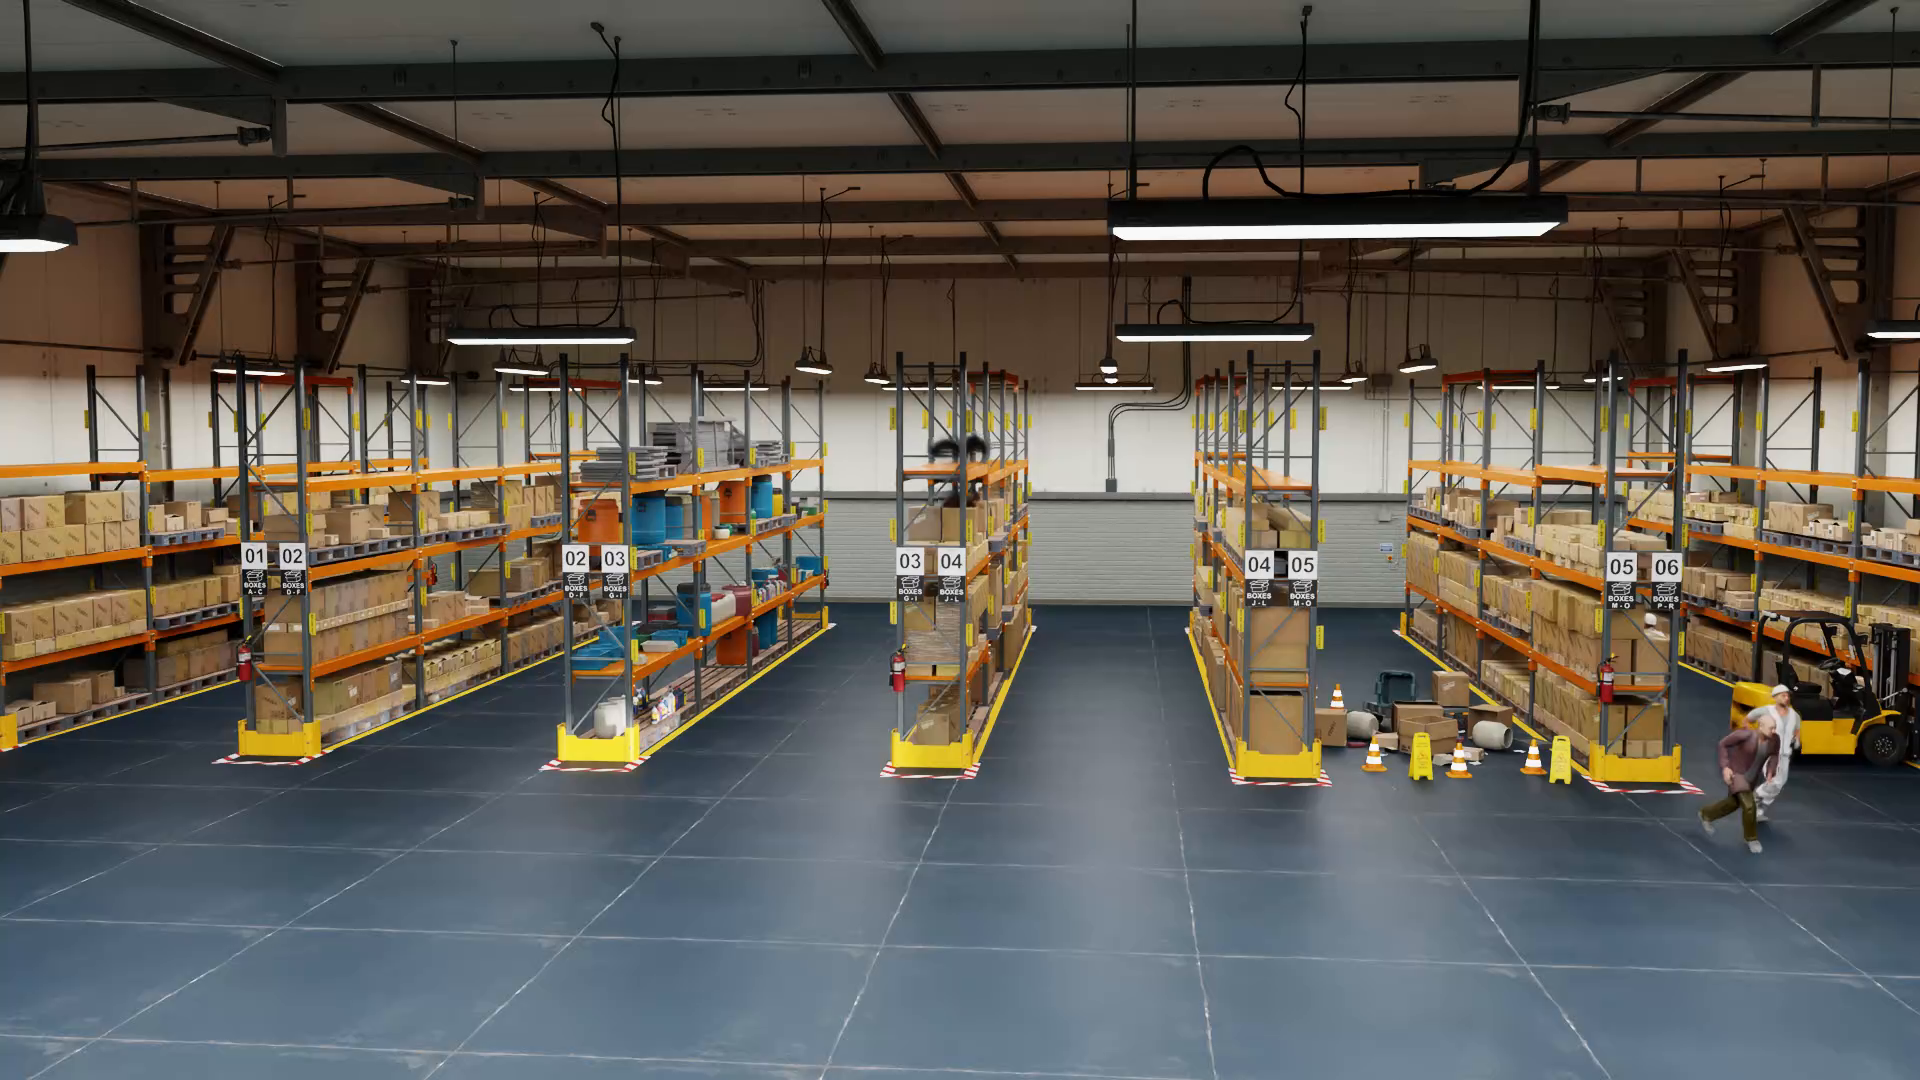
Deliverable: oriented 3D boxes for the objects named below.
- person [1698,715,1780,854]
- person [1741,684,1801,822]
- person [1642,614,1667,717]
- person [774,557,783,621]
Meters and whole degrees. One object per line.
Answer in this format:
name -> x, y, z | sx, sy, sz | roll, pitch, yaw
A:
person -> 9.213, 2.805, 19.707 | 0.708, 1.629, 1.117 | -1, 4, -14
person -> 10.153, 2.657, 20.663 | 0.671, 1.732, 0.600 | -1, 4, -16
person -> 11.695, 2.135, 28.136 | 0.651, 1.748, 0.975 | 0, 4, -3
person -> -4.610, 1.242, 41.507 | 0.590, 1.651, 0.589 | 1, 4, 14
